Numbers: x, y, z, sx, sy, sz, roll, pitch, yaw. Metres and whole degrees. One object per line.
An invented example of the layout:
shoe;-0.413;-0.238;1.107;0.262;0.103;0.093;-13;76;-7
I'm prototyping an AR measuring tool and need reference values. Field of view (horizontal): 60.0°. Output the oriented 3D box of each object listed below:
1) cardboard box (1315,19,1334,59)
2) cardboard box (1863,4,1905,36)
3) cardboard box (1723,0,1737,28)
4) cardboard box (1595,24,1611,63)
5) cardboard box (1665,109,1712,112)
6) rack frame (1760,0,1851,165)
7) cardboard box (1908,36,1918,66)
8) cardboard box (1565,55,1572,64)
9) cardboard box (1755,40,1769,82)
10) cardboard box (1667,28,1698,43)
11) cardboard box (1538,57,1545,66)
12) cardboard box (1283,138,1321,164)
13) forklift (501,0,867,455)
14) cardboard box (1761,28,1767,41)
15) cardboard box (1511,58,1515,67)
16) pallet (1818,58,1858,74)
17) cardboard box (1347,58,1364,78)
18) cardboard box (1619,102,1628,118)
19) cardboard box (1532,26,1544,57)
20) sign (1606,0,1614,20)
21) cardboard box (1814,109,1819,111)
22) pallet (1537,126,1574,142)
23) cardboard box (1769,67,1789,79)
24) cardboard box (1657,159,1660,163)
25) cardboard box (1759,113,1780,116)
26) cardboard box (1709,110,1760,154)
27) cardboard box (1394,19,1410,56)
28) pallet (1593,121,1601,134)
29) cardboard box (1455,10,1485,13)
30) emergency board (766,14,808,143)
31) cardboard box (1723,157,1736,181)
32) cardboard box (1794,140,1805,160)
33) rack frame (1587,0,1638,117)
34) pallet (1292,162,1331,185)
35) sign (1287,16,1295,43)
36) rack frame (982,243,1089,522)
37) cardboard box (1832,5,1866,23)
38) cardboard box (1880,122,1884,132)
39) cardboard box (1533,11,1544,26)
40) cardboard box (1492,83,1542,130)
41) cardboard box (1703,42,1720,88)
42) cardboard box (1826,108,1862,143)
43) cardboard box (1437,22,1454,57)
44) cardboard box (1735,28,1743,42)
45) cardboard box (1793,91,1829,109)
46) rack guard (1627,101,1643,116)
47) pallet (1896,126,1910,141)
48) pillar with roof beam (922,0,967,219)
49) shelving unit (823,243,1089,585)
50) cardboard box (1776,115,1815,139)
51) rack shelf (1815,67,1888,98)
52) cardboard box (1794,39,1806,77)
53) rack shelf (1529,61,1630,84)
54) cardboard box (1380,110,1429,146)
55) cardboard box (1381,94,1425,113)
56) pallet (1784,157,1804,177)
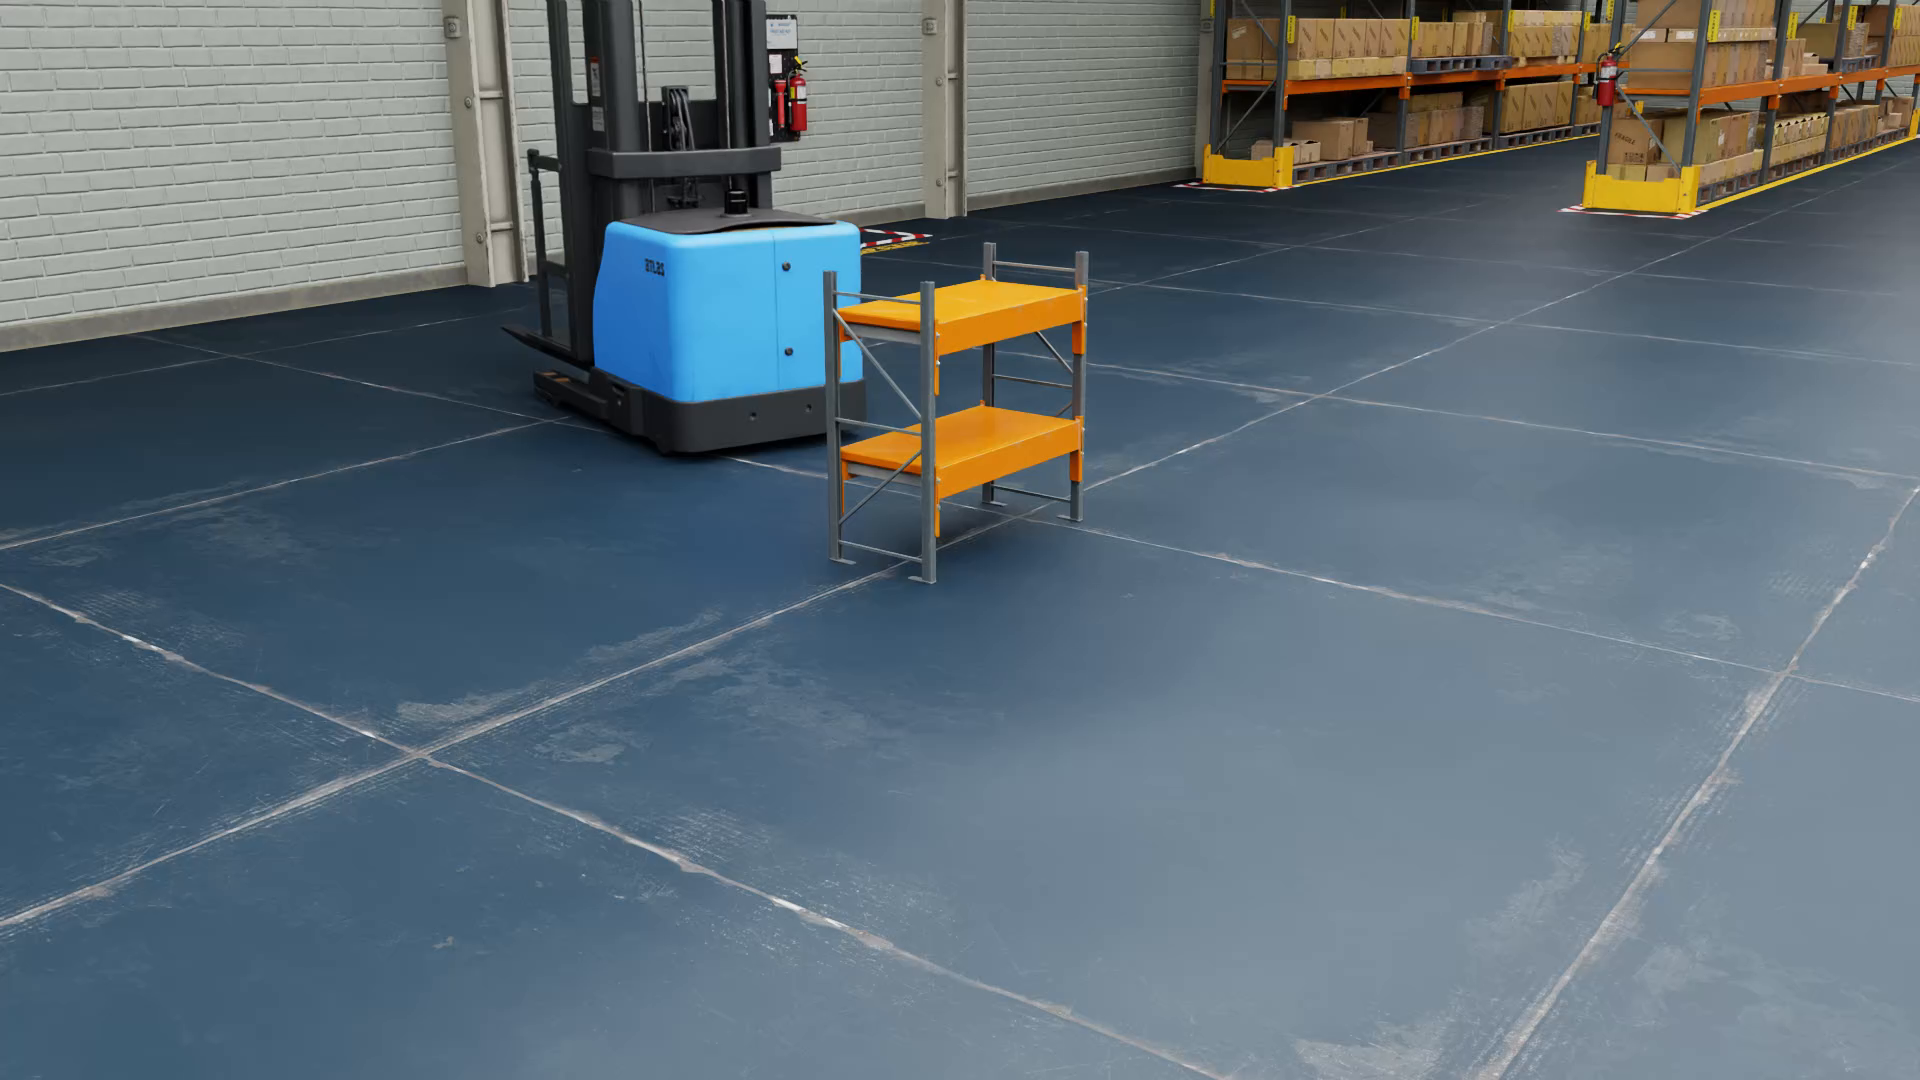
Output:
cardboard box;4.519;-6.526;21.655;0.500;0.500;0.500;12;21;35
cardboard box;15.328;-8.625;27.604;0.500;0.500;0.500;13;22;36
cardboard box;8.600;-6.214;19.340;0.700;0.500;0.500;13;21;35
cardboard box;11.616;-9.354;31.301;0.980;0.700;0.700;12;21;33
cardboard box;9.235;-5.201;21.099;0.500;0.500;0.500;12;21;35
rack frame;12.438;-7.084;24.498;1.000;3.000;0.127;12;21;35
cardboard box;16.548;-8.641;29.341;0.500;0.500;0.500;13;21;35
cardboard box;10.735;-8.606;29.789;0.380;0.149;0.250;13;21;36
cardboard box;9.795;-6.072;21.072;0.700;0.500;0.500;12;21;33
cardboard box;8.078;-5.592;18.430;0.380;0.149;0.250;12;21;34
cardboard box;9.907;-8.314;28.849;0.380;0.149;0.250;13;22;36
cardboard box;4.515;-5.264;22.429;0.500;0.311;0.500;15;22;39
forklift;-1.708;-2.190;8.853;1.130;2.935;3.031;-11;20;-32
cardboard box;9.761;-6.265;20.598;0.380;0.149;0.250;12;21;33
cardboard box;8.996;-7.944;27.658;0.380;0.149;0.250;13;21;35
pallet;12.785;-7.166;25.087;1.213;0.211;1.003;12;21;35
cardboard box;5.145;-6.418;22.571;0.500;0.250;0.500;13;21;35
cardboard box;12.887;-8.686;33.165;0.700;0.500;0.500;12;21;35
cardboard box;9.568;-8.470;28.256;0.500;0.500;0.500;12;21;34
sign;7.243;-5.944;18.475;0.100;0.325;0.005;12;21;35
cardboard box;13.115;-6.488;26.051;0.500;0.500;0.500;12;21;33
pallet;10.441;-7.383;30.161;1.003;0.211;1.213;12;21;35
cardboard box;10.746;-6.186;22.031;0.380;0.149;0.250;12;21;35
cardboard box;8.041;-4.367;19.678;0.500;0.250;0.500;12;21;35
cardboard box;11.583;-6.040;24.118;0.500;0.311;0.500;12;21;33
cardboard box;9.646;-5.111;20.808;0.500;0.500;0.500;12;21;35
cardboard box;6.040;-7.135;23.616;0.500;0.500;0.500;12;21;35
pallet;12.083;-8.039;32.274;1.003;0.211;1.213;12;21;35
cardboard box;8.519;-8.670;27.636;0.500;0.250;0.500;13;22;36
emergency board;-1.665;-4.362;15.732;0.194;1.169;0.643;12;21;35
cardboard box;9.064;-4.512;20.142;0.500;0.250;0.500;12;21;35
cardboard box;11.409;-5.438;23.124;0.500;0.250;0.500;13;21;36
rack frame;13.224;-9.864;33.450;1.000;3.000;0.127;12;21;35
pallet;4.248;-4.927;22.253;1.003;0.211;1.213;12;21;35
sign;4.126;-6.371;20.741;0.100;0.325;0.005;12;21;35
rack frame;0.307;-0.660;6.972;0.500;1.125;0.032;12;21;35
cardboard box;14.914;-8.728;27.938;0.500;0.500;0.500;13;21;35
cardboard box;15.752;-7.163;28.789;0.380;0.166;0.250;12;21;35
cardboard box;9.549;-8.827;28.141;0.500;0.250;0.500;13;21;35
cardboard box;9.528;-7.492;28.728;0.750;0.750;0.750;12;21;34
cardboard box;8.268;-5.461;19.104;0.700;0.500;0.500;13;22;36
cardboard box;13.855;-6.528;26.180;0.500;0.500;0.500;12;21;33
cardboard box;7.110;-7.673;25.485;0.700;0.500;0.500;16;24;42
cardboard box;8.994;-5.958;19.608;0.380;0.149;0.250;13;21;35
cardboard box;13.443;-6.981;26.376;0.500;0.250;0.500;12;21;34
rack guard;13.238;-8.676;33.839;1.175;0.500;0.348;12;21;35
pallet;16.685;-7.450;30.377;1.003;0.211;1.213;12;21;35
pillar with roof beam;3.295;-7.048;14.266;9.100;9.000;0.400;12;21;35
shelving unit;0.004;-0.539;6.582;0.538;1.125;1.048;12;21;35
cardboard box;11.716;-5.826;23.431;0.500;0.311;0.500;12;21;34
rack shelf;13.629;-7.217;26.139;1.077;0.370;4.000;12;21;35
cardboard box;11.451;-6.729;23.187;0.500;0.500;0.500;11;20;32
rack shelf;12.032;-9.044;32.023;1.077;0.370;4.000;12;21;35
cardboard box;6.766;-6.332;25.551;0.700;0.500;0.500;12;21;34
cardboard box;6.759;-6.664;25.354;0.500;0.250;0.500;12;21;34
pallet;11.188;-5.274;23.371;1.003;0.211;1.213;12;21;35
